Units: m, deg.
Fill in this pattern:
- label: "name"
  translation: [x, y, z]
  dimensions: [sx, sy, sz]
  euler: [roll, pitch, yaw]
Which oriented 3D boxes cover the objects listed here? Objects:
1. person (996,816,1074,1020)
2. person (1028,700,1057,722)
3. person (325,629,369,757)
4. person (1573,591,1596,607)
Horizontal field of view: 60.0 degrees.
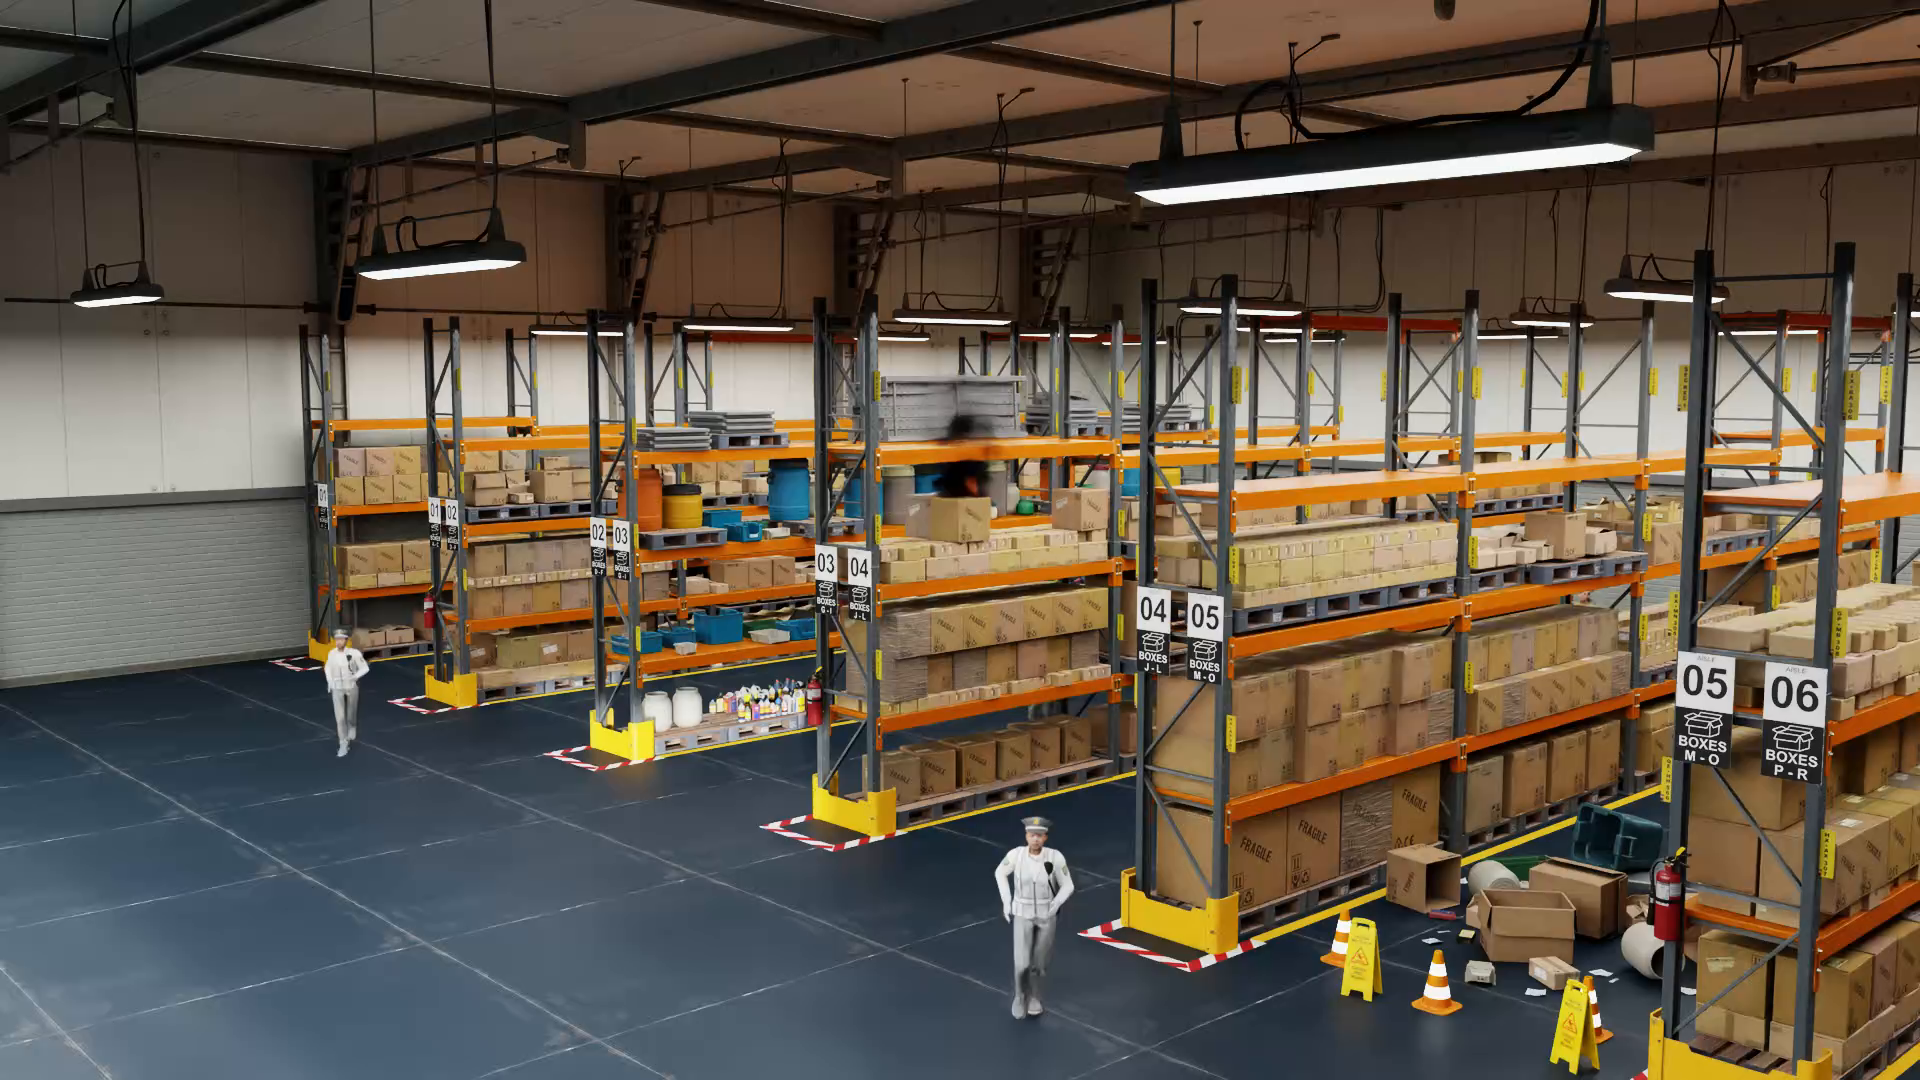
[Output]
- label: "person"
  translation: [0.599, 3.004, 13.192]
  dimensions: [0.616, 1.678, 0.619]
  euler: [0, 6, -1]
- label: "person"
  translation: [1.164, 1.970, 22.942]
  dimensions: [0.676, 1.761, 0.802]
  euler: [5, 8, 41]
- label: "person"
  translation: [-8.377, 2.045, 22.702]
  dimensions: [0.609, 1.703, 0.795]
  euler: [-1, 6, -9]
- label: "person"
  translation: [10.079, 1.605, 26.931]
  dimensions: [0.554, 1.709, 0.839]
  euler: [4, 7, 37]
